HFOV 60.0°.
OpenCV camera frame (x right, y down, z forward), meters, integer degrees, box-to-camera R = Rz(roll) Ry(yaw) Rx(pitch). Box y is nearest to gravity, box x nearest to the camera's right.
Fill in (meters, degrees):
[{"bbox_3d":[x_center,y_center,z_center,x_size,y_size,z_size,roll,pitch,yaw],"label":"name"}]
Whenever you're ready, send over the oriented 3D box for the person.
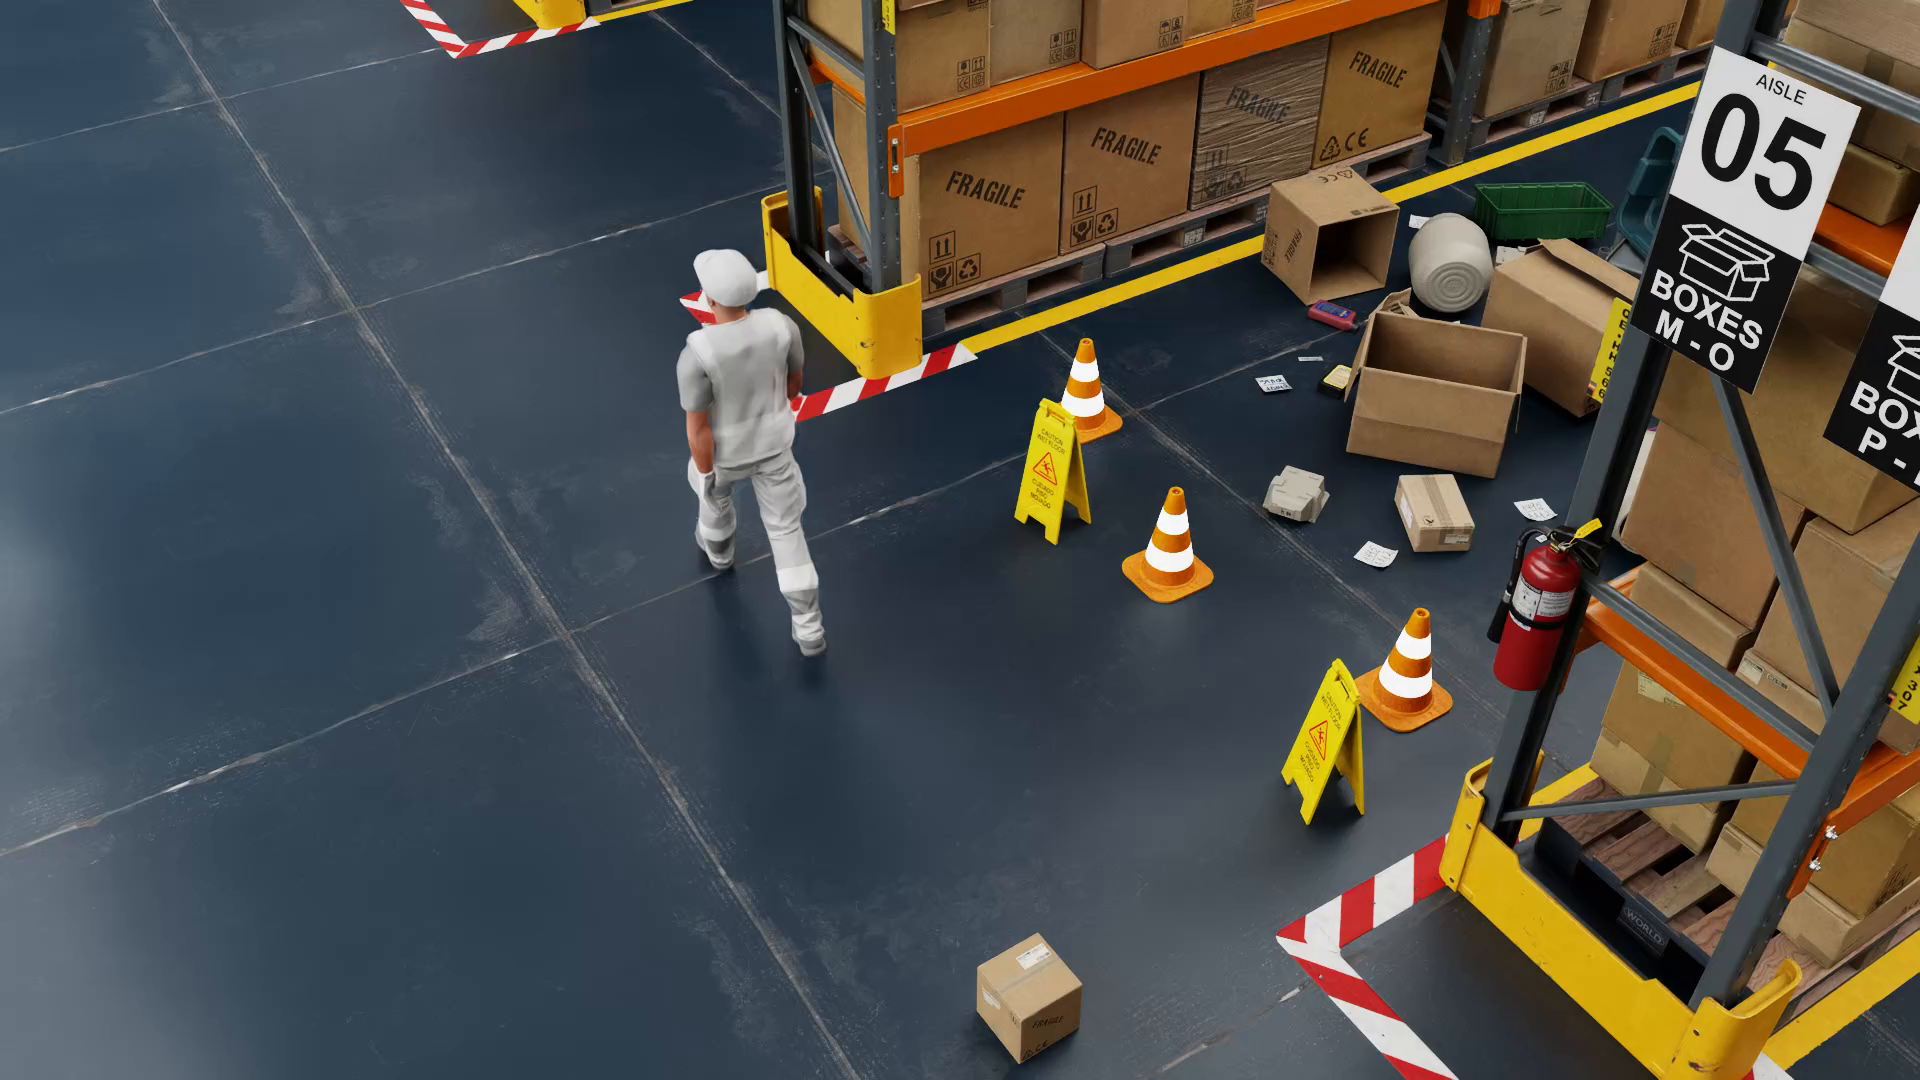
[{"bbox_3d":[-0.854,-0.405,6.616,0.530,1.743,1.074,-16,43,-18],"label":"person"}]
